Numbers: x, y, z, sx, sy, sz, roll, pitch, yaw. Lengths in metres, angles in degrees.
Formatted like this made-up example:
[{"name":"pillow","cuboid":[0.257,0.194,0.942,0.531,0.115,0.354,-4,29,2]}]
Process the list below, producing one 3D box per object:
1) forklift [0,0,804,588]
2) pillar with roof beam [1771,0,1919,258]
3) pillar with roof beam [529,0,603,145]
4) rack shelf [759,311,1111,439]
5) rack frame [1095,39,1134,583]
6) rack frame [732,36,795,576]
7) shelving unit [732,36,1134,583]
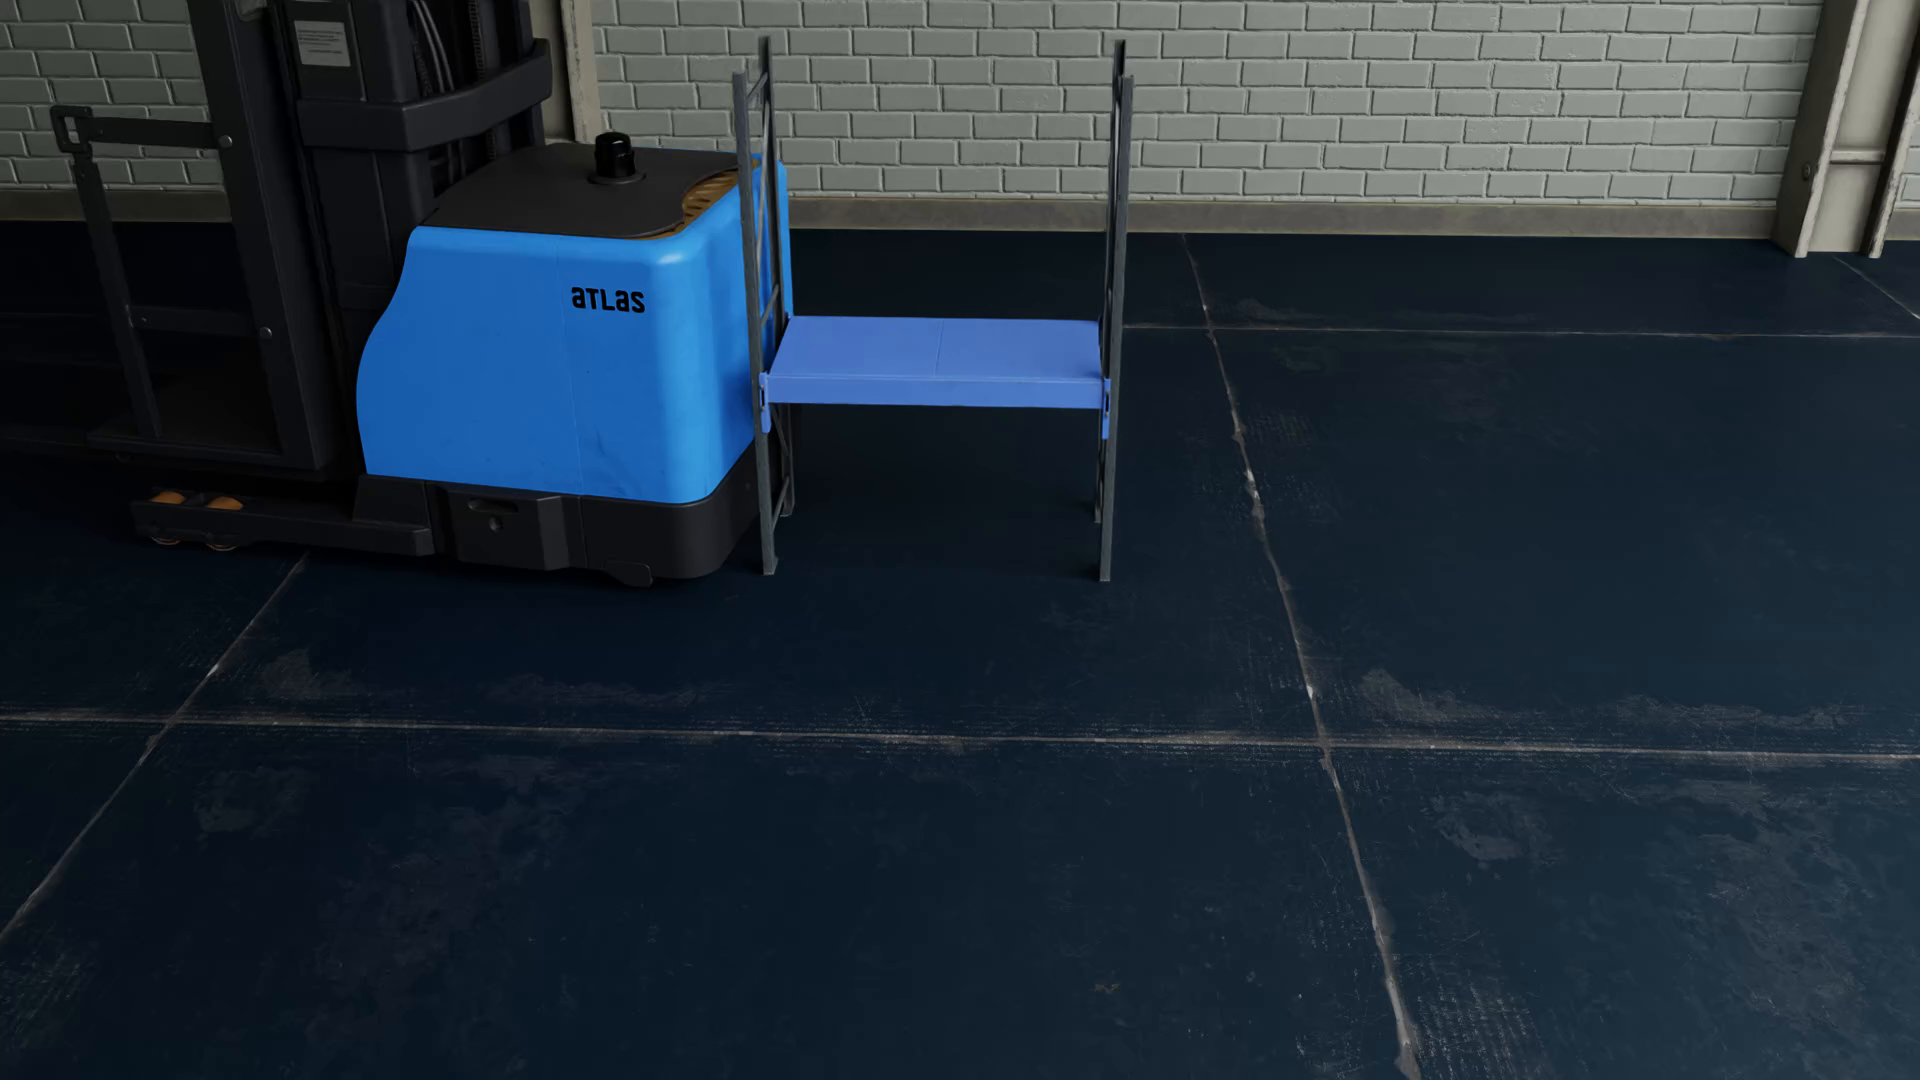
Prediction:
[{"name":"forklift","cuboid":[-2.105,-1.494,4.939,3.031,2.935,1.130,6,28,11]},{"name":"pillar with roof beam","cuboid":[3.930,-3.345,1.952,0.400,9.000,9.100,1,28,2]},{"name":"pillar with roof beam","cuboid":[-2.067,-3.444,2.139,0.400,9.000,9.100,1,28,2]},{"name":"rack shelf","cuboid":[-0.062,-0.501,4.978,1.000,0.185,0.538,1,28,2]},{"name":"rack frame","cuboid":[0.446,-0.650,4.874,0.032,1.500,0.500,1,28,2]},{"name":"rack frame","cuboid":[-0.570,-0.670,4.913,0.032,1.500,0.500,1,28,2]},{"name":"shelving unit","cuboid":[-0.062,-0.660,4.894,1.048,1.500,0.538,1,28,2]}]
